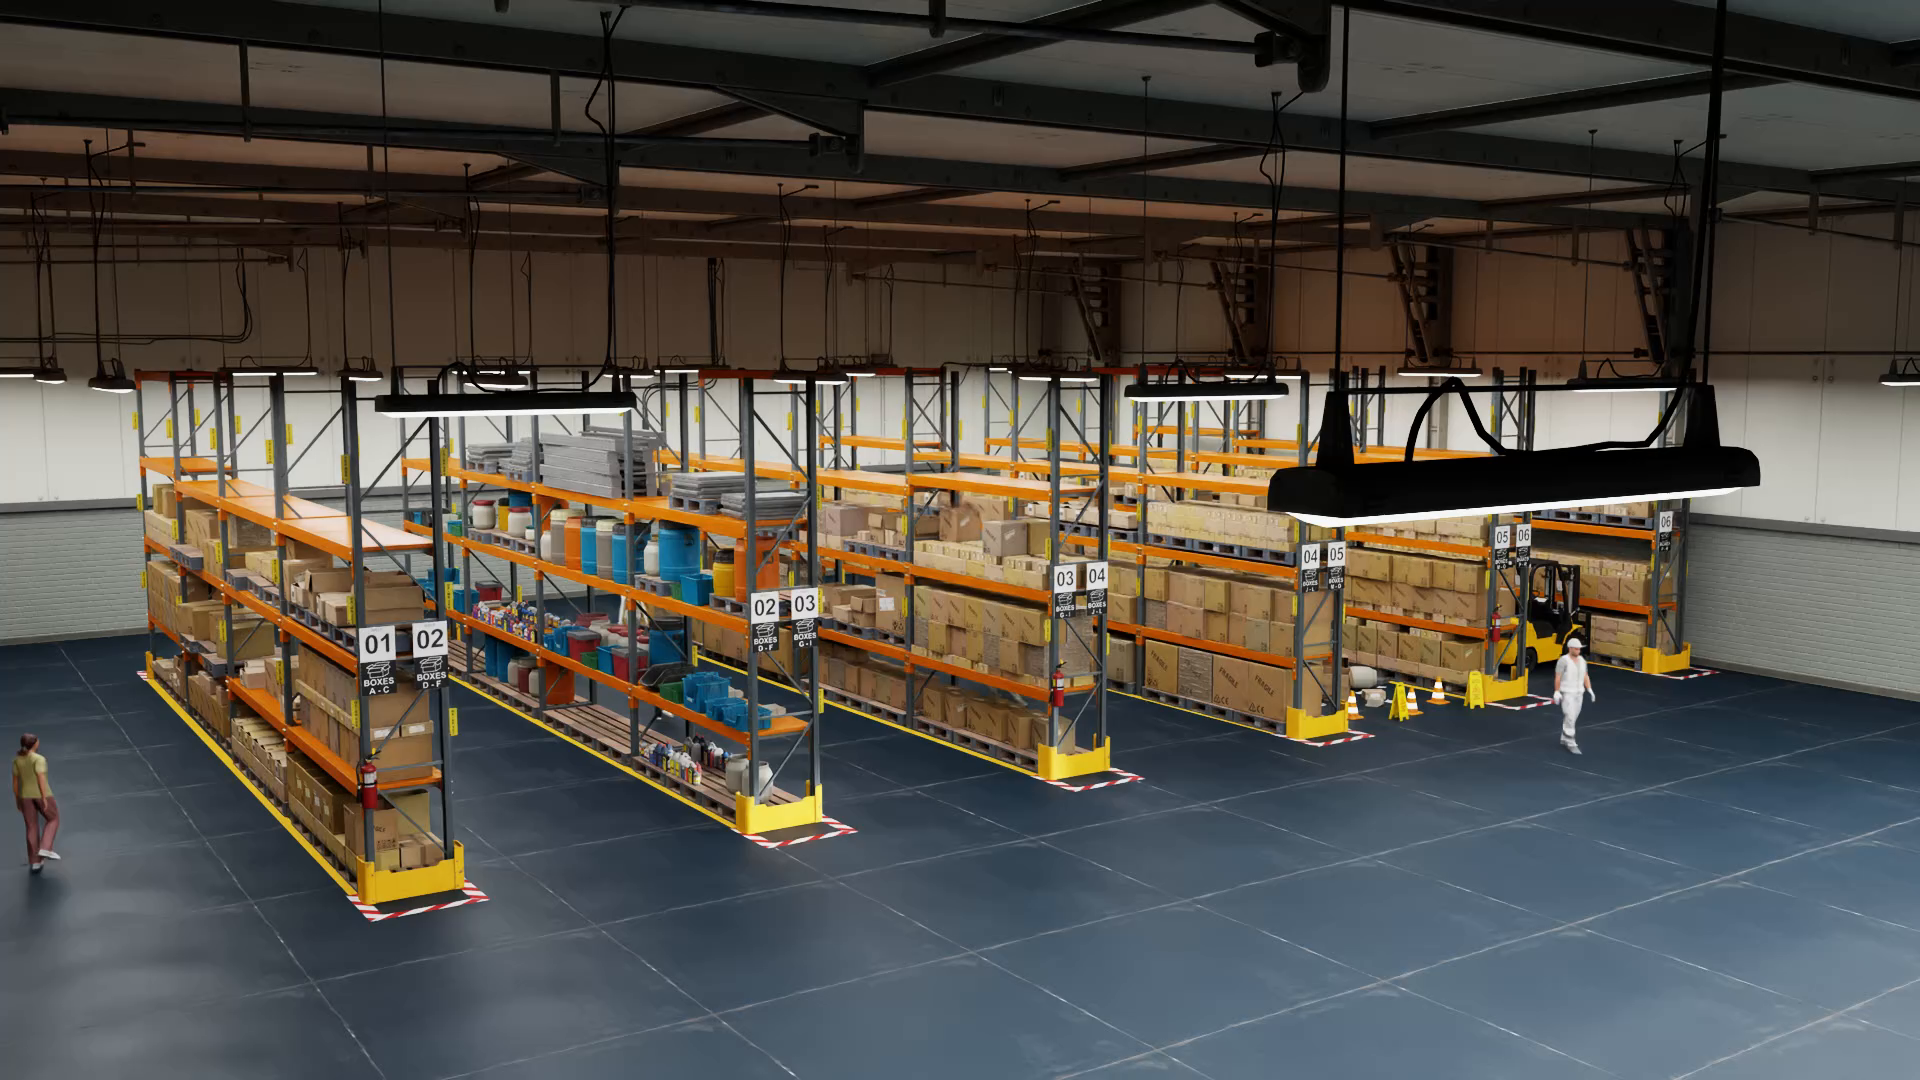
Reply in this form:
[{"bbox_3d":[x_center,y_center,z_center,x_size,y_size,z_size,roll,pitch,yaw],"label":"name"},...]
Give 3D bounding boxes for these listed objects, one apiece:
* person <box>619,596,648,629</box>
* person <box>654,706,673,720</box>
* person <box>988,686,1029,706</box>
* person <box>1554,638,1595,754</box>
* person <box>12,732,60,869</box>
[{"bbox_3d":[-6.751,1.621,34.408,0.543,1.620,1.041,-4,8,-33],"label":"person"},{"bbox_3d":[-5.170,2.312,28.633,0.453,1.598,0.435,1,6,5],"label":"person"},{"bbox_3d":[0.884,2.124,30.036,1.078,1.589,0.479,5,8,40],"label":"person"},{"bbox_3d":[9.772,2.472,26.482,0.623,1.825,0.596,-2,7,-20],"label":"person"},{"bbox_3d":[-11.378,3.193,20.449,0.503,1.658,0.453,-2,7,-14],"label":"person"}]
